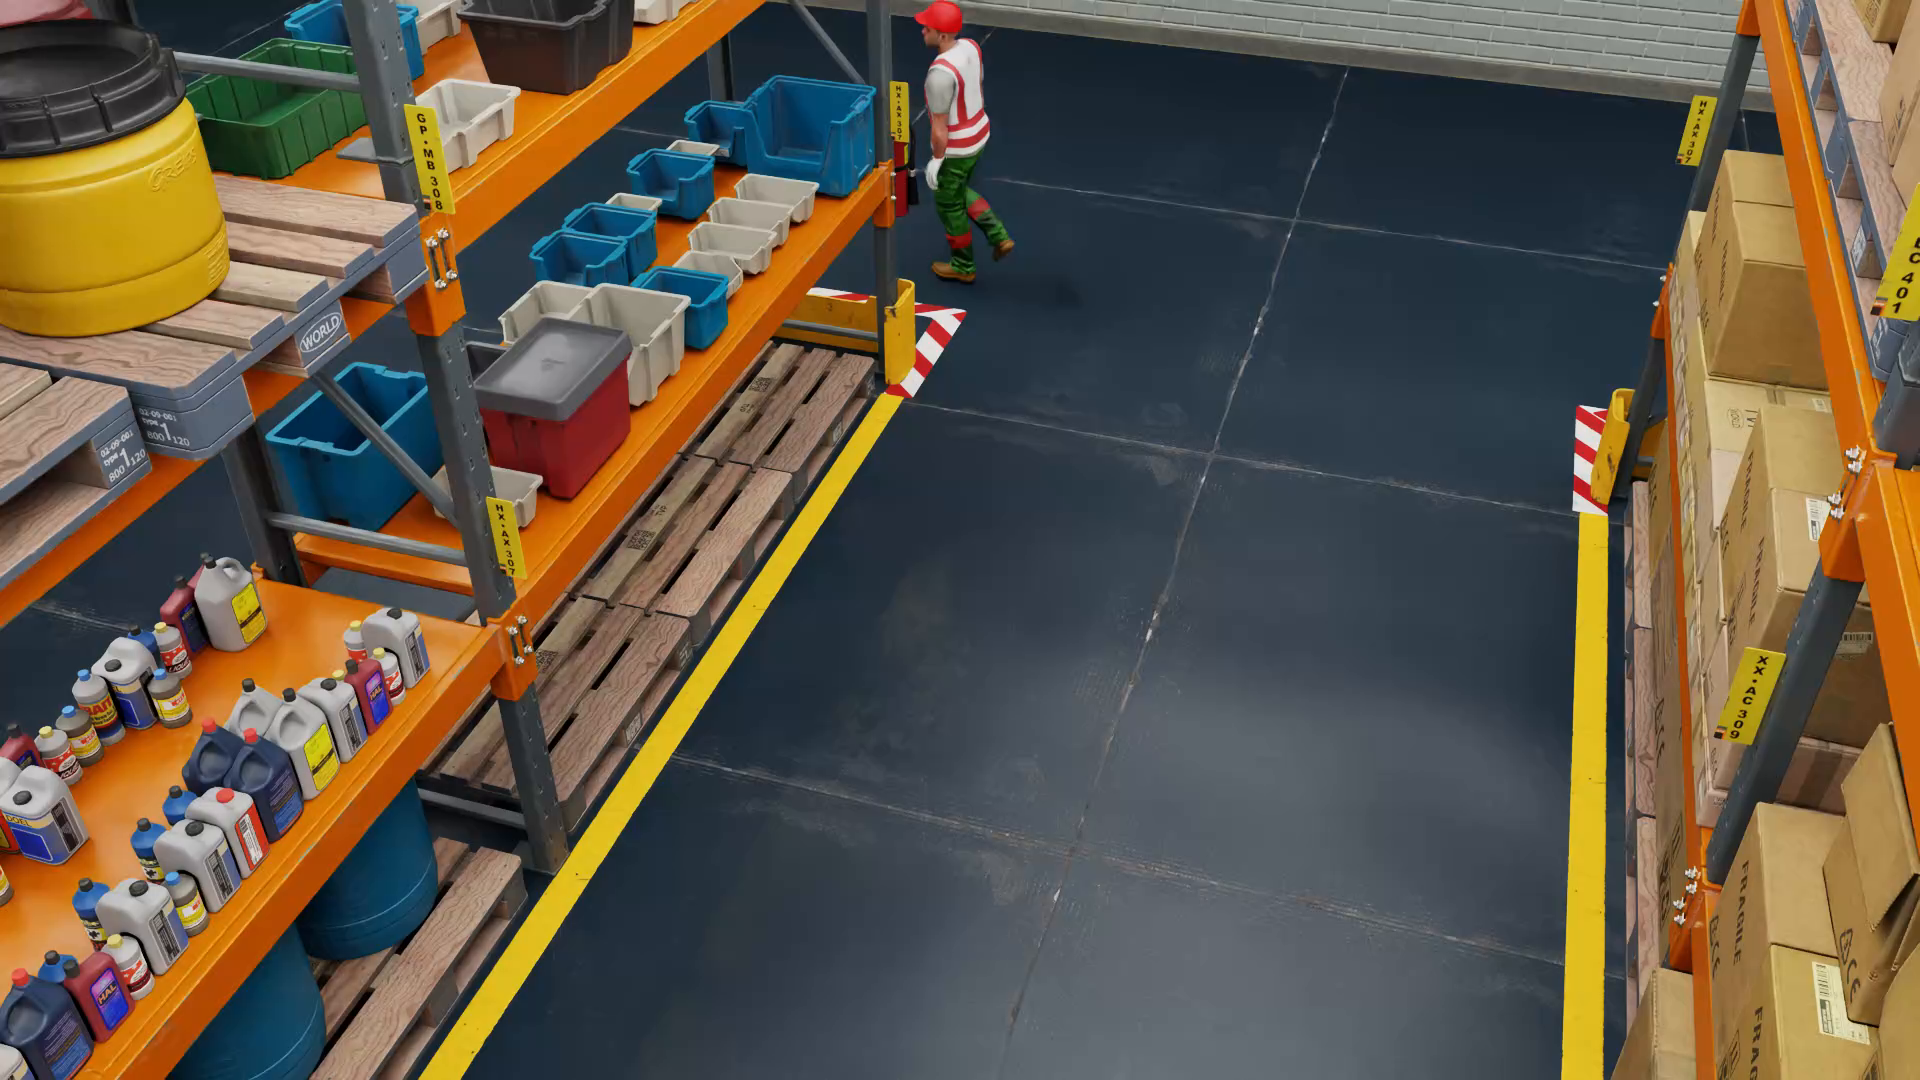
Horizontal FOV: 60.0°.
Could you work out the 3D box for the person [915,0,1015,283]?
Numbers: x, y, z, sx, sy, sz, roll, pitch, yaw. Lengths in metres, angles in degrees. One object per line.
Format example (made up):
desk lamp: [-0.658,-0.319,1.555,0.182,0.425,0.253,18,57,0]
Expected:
person: [0.033,-2.362,10.008,0.555,1.781,0.589,15,39,19]
